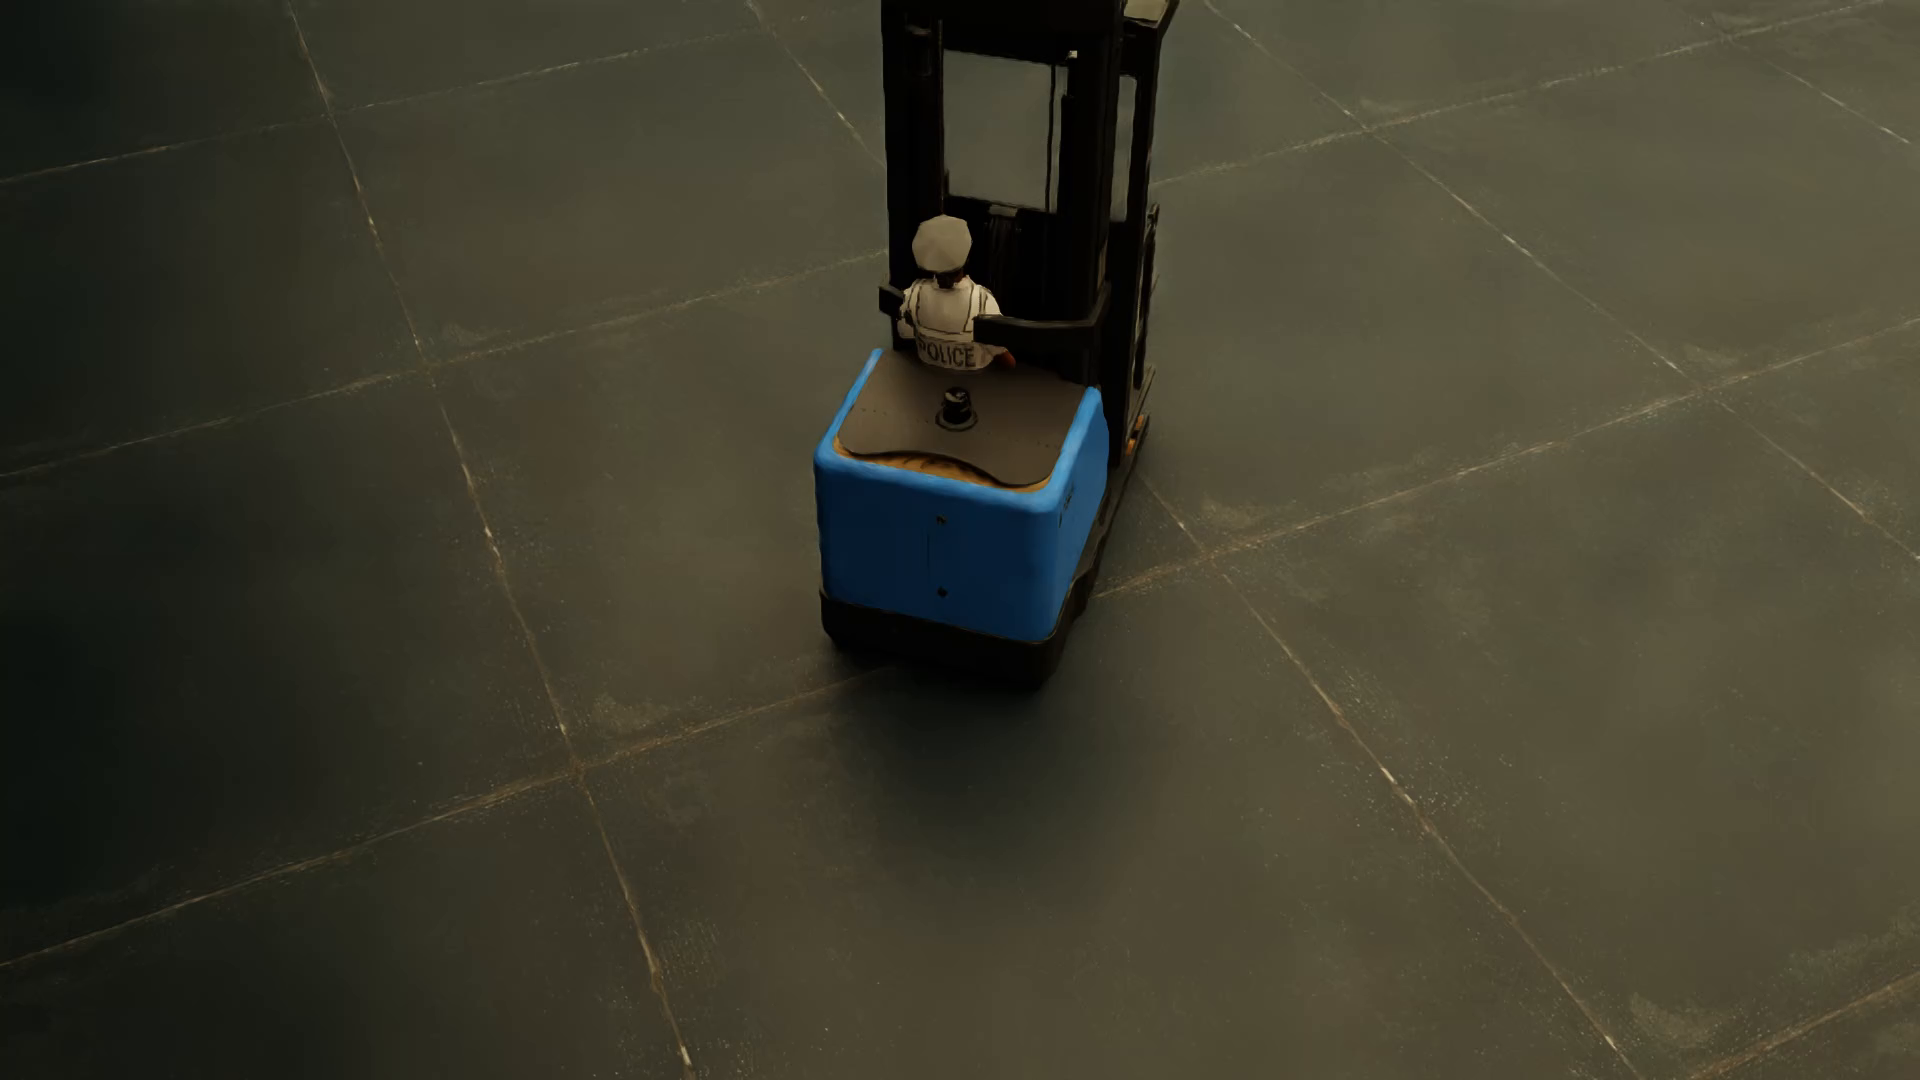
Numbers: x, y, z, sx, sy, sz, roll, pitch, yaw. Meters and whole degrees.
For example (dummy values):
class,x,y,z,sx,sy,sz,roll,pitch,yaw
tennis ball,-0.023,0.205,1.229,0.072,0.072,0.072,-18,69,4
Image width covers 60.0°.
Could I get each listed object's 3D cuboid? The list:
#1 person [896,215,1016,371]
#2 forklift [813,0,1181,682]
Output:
class,x,y,z,sx,sy,sz,roll,pitch,yaw
person,0.019,-0.776,7.259,0.548,1.608,0.625,13,45,14
forklift,0.316,-1.487,7.273,1.130,2.935,3.031,12,44,12
